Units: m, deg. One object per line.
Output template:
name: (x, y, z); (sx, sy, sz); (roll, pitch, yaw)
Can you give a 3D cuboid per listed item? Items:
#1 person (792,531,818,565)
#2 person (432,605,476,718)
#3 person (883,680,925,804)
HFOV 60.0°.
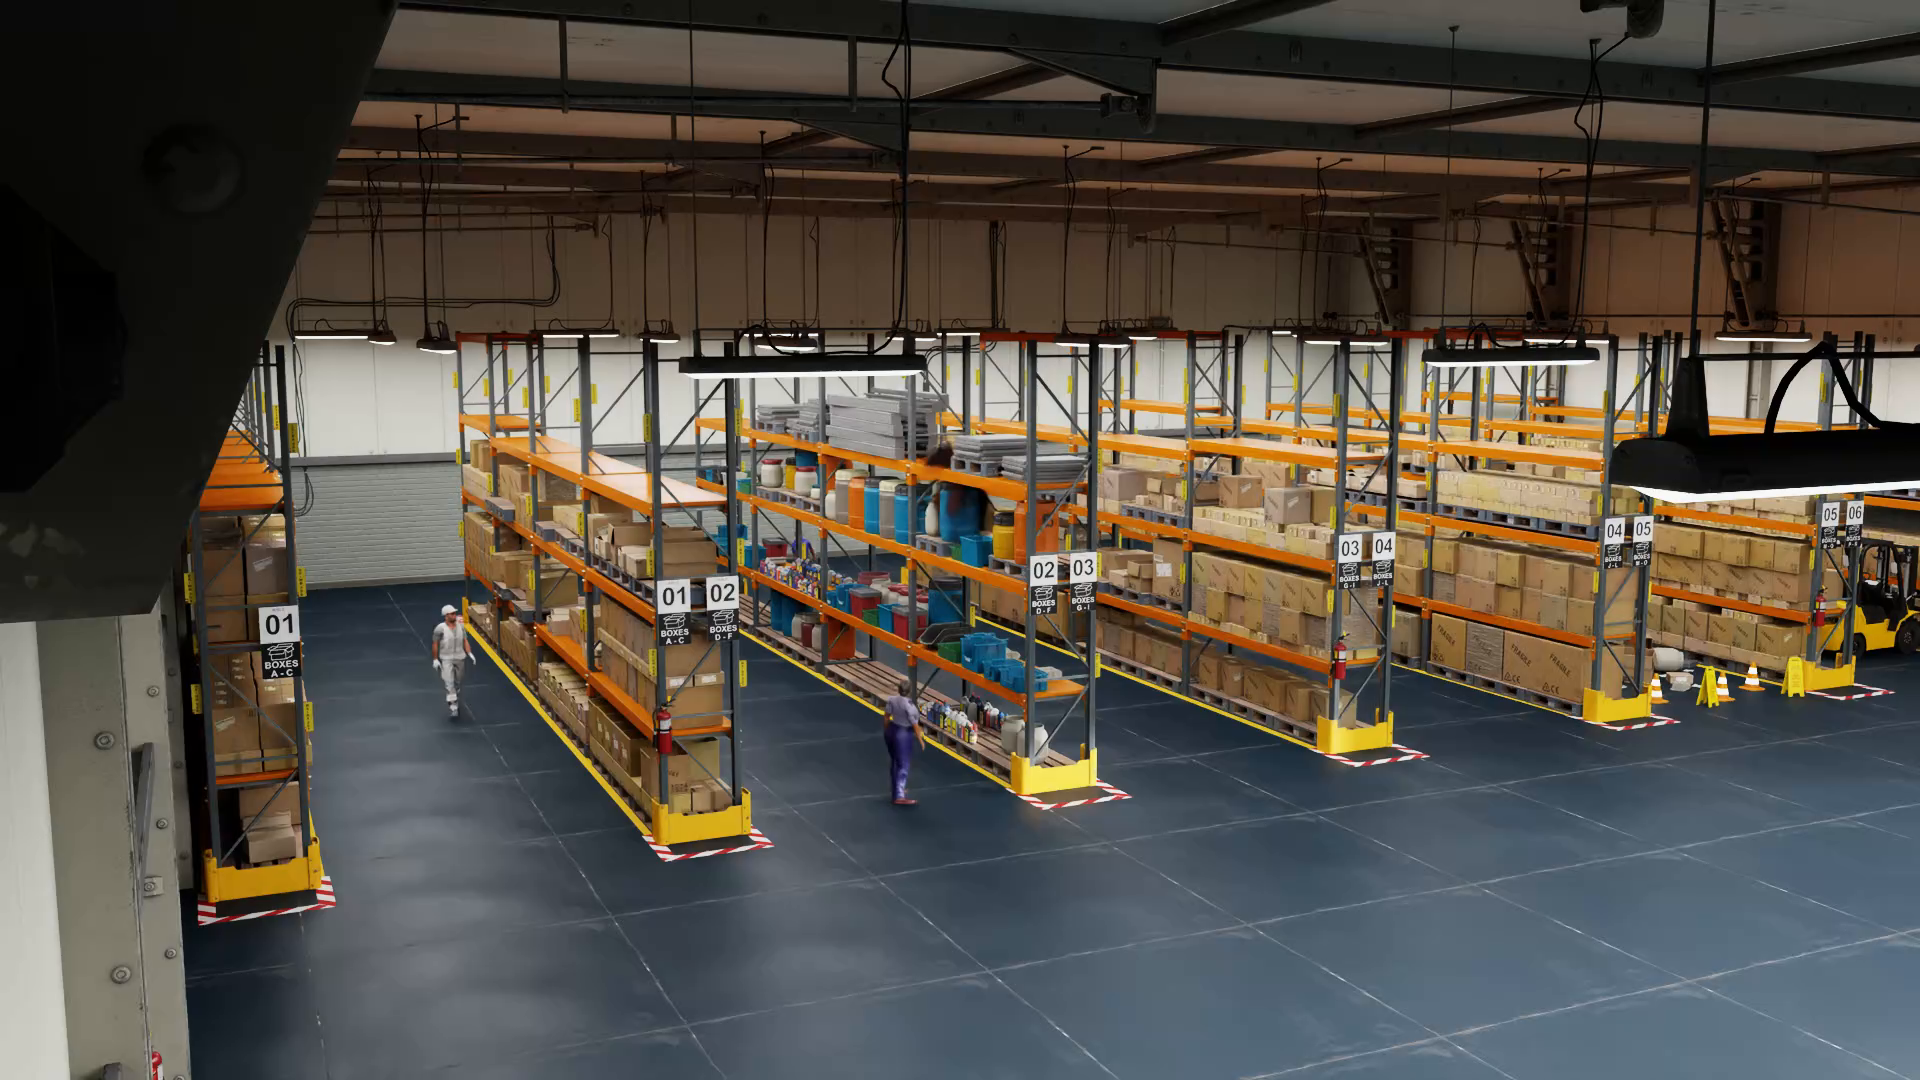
person: (-3.422, 0.545, 37.009); (0.684, 1.586, 0.973); (-5, 9, -34)
person: (-8.029, 1.897, 26.381); (0.637, 1.731, 1.055); (-4, 9, -26)
person: (-0.757, 2.619, 21.788); (0.572, 1.632, 0.664); (-6, 10, -37)
